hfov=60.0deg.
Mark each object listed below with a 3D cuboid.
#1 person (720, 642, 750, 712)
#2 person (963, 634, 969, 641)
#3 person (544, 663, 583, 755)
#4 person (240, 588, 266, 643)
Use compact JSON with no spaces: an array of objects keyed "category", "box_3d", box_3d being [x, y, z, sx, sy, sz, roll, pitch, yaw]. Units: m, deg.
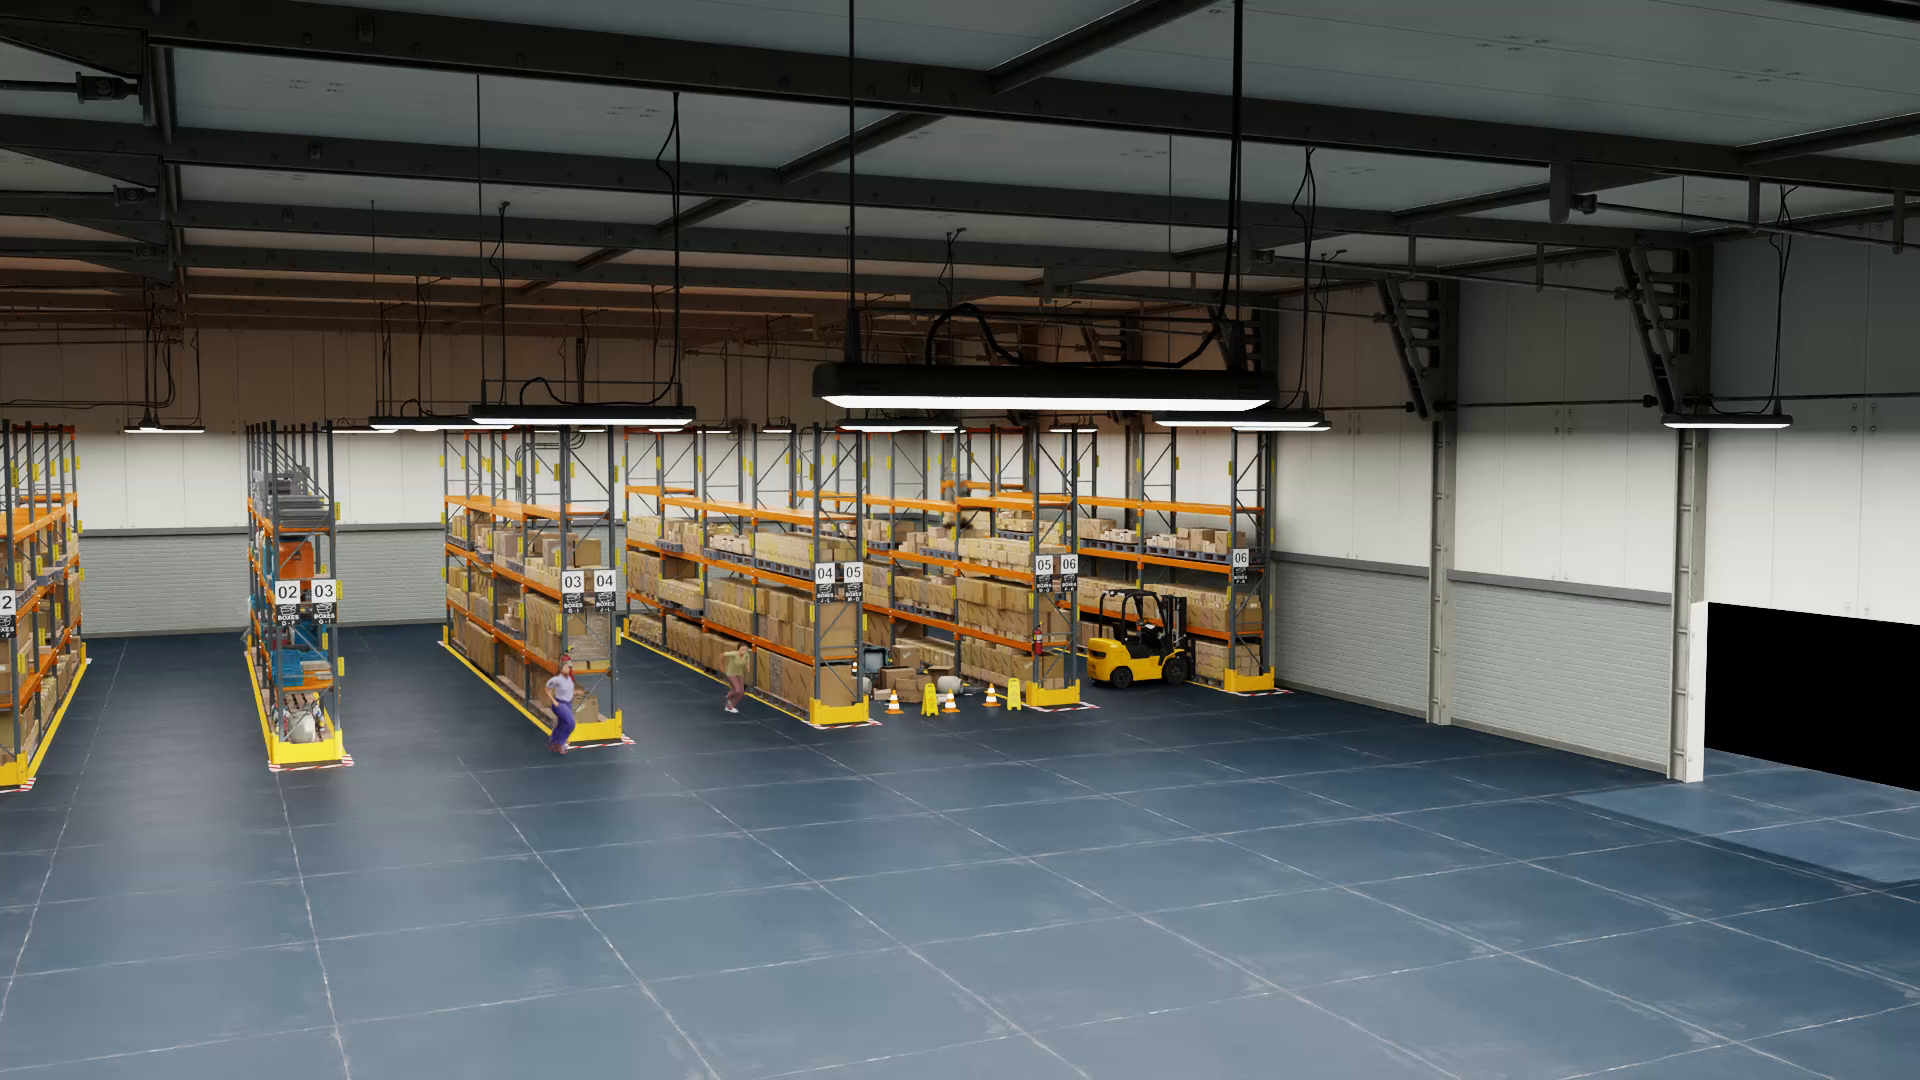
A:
[{"category":"person","box_3d":[-4.636,2.833,34.267,0.605,1.503,0.804,-3,5,-38]},{"category":"person","box_3d":[0.335,2.154,43.101,0.680,1.734,0.615,-2,4,-24]},{"category":"person","box_3d":[-7.148,3.044,30.033,0.680,1.672,0.577,1,4,13]},{"category":"person","box_3d":[-19.139,2.074,45.302,0.923,1.695,0.610,-1,4,-14]}]
